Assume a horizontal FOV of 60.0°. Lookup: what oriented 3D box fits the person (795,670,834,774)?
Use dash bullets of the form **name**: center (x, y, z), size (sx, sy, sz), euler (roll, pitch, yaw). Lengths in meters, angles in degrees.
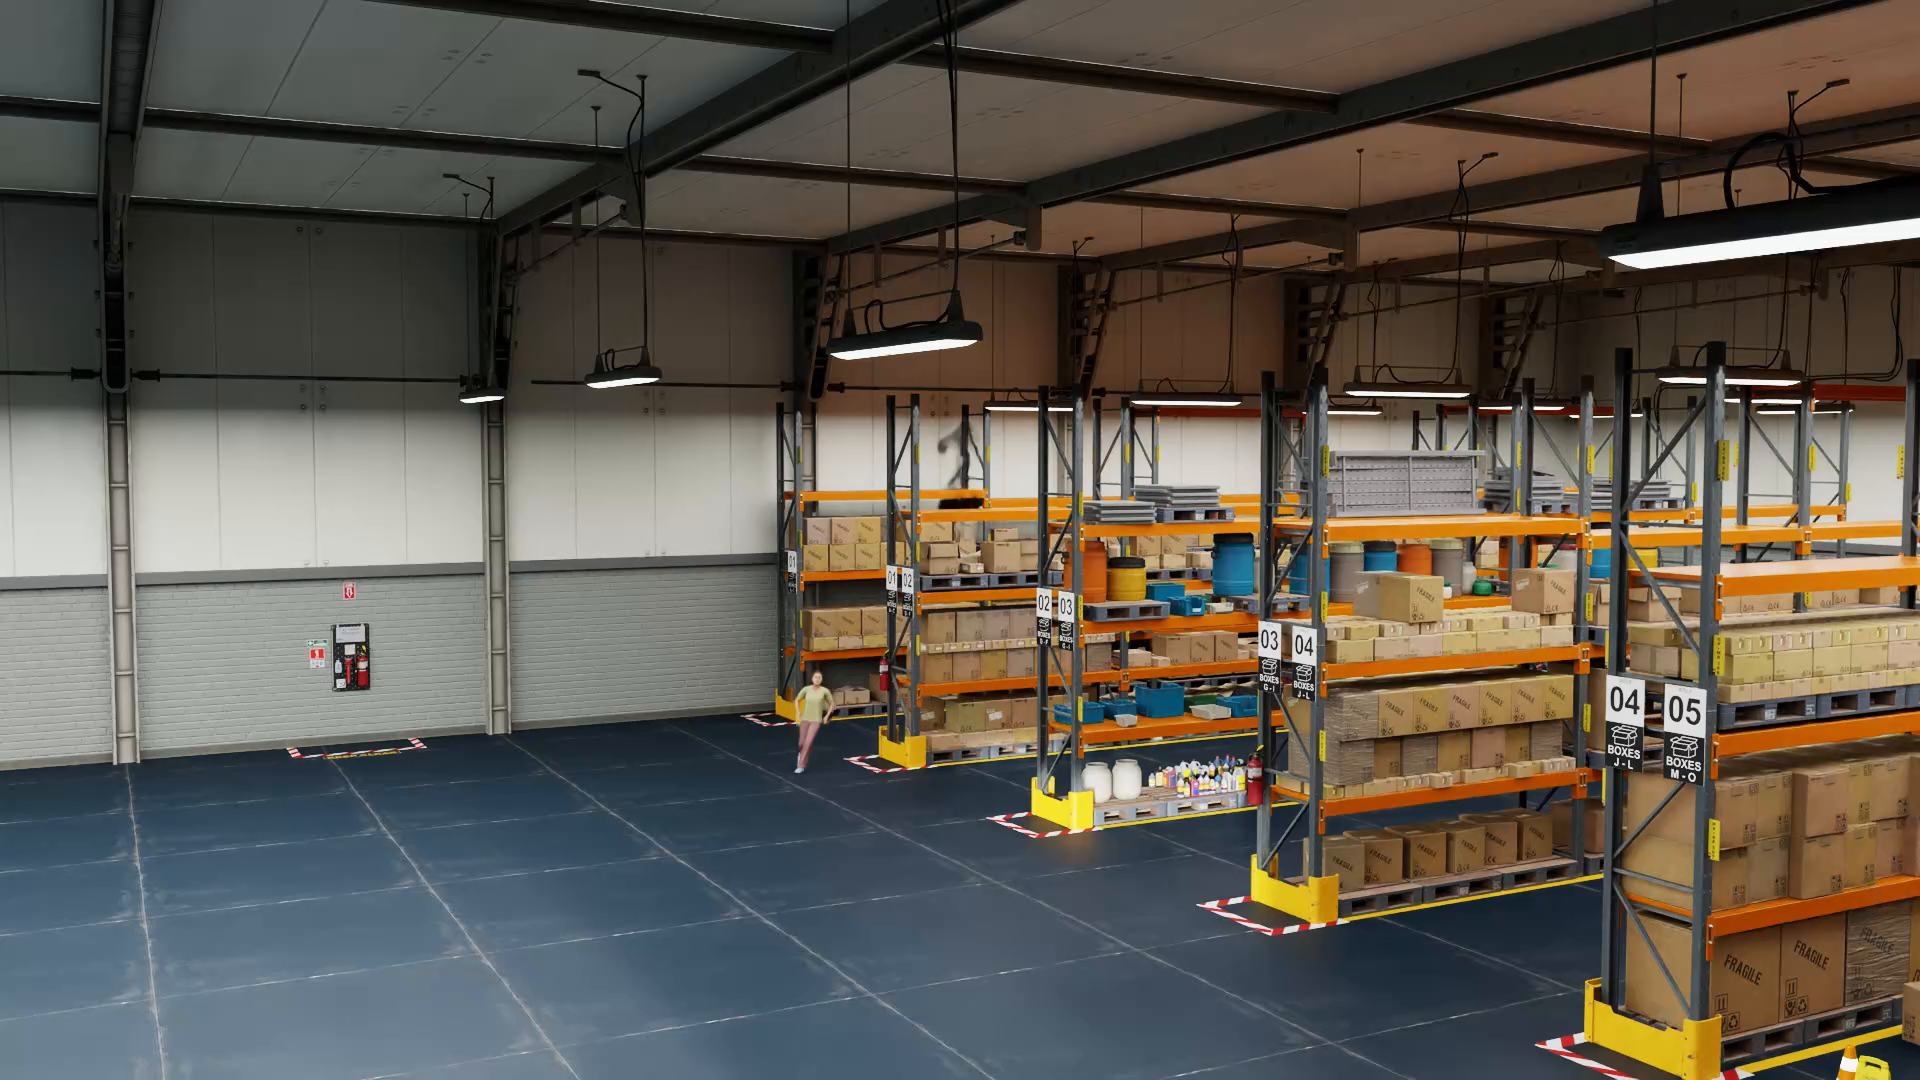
- **person**: center (-2.314, 2.865, 26.401), size (0.622, 1.600, 0.678), euler (0, 3, 1)
